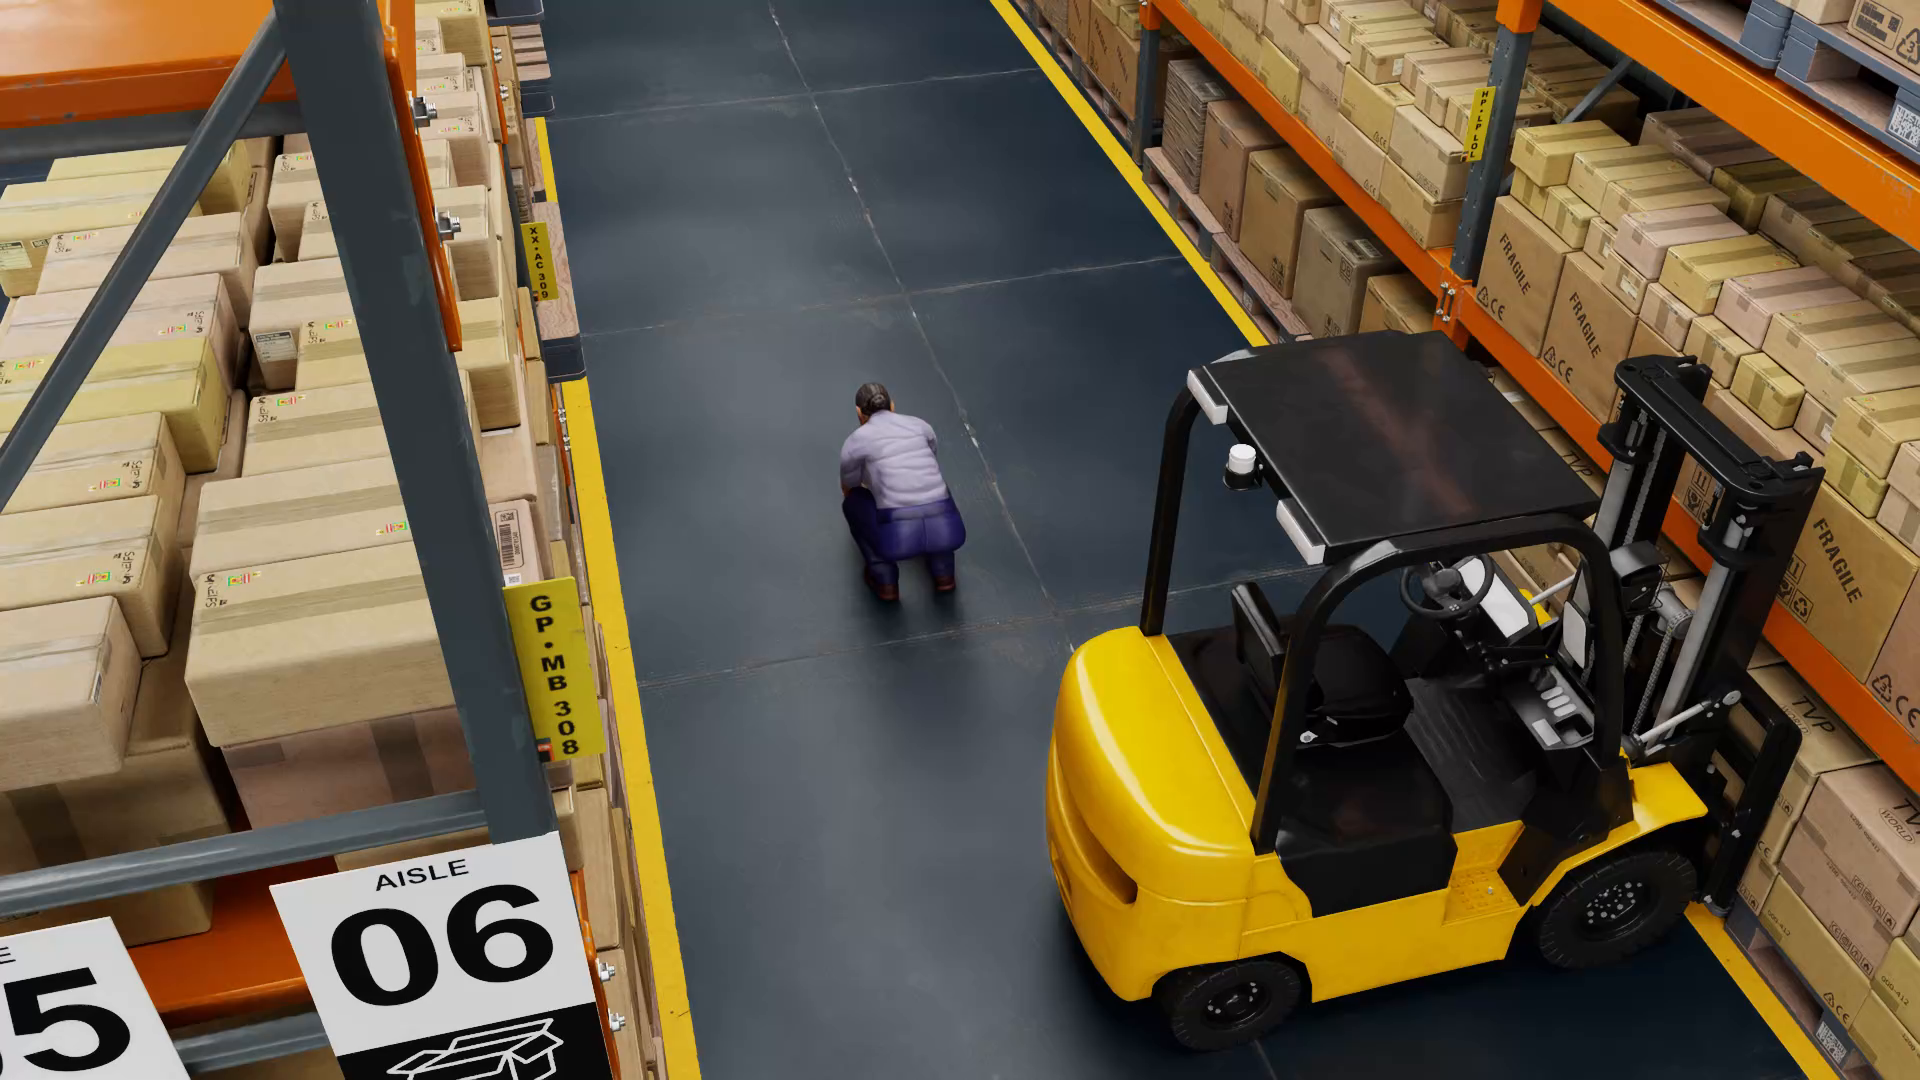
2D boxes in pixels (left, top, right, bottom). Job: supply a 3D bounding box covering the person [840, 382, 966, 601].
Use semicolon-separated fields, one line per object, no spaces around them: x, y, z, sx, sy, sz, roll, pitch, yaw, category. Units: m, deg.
-0.271;-0.208;7.664;0.527;0.819;0.821;-9;39;-12;person
